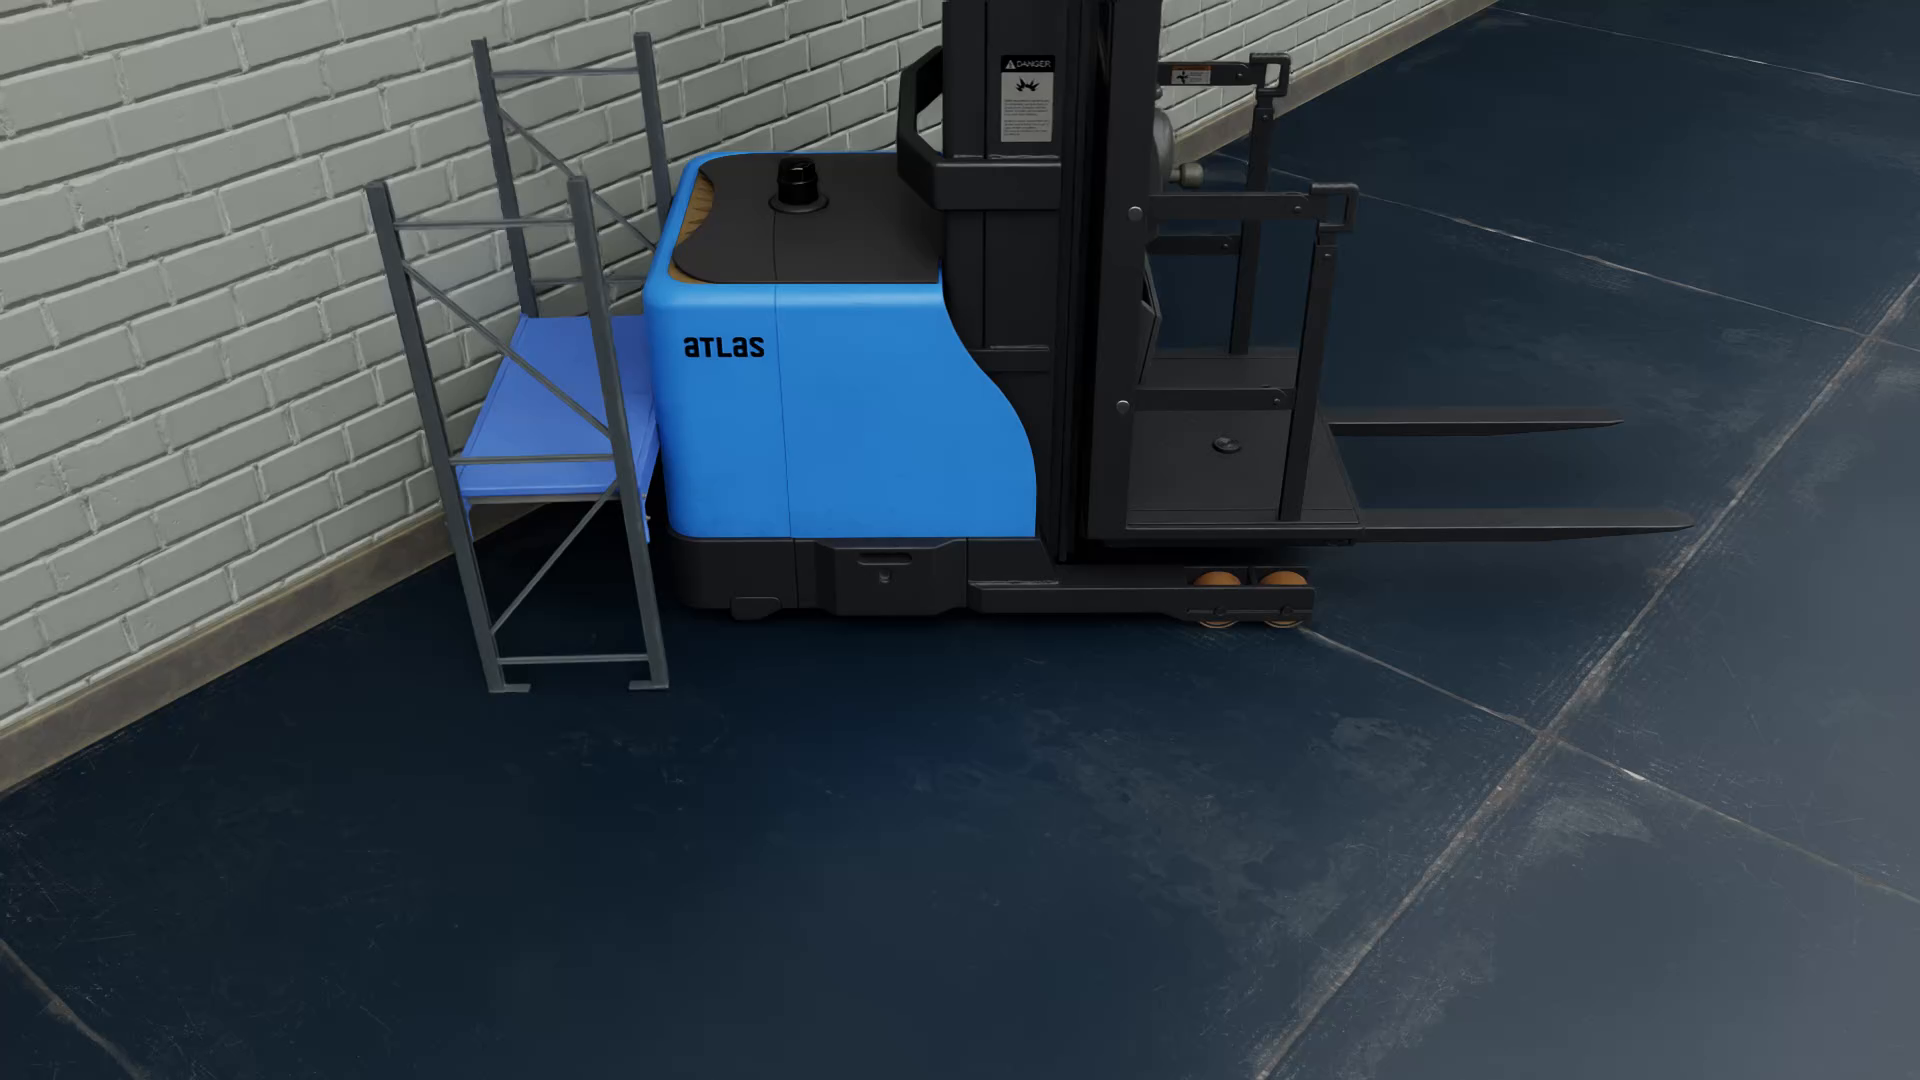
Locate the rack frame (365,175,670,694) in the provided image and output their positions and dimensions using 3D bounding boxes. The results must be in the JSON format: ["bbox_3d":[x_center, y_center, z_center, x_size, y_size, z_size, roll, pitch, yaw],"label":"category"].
[{"bbox_3d":[-1.080,-0.201,4.209,0.500,1.500,0.032,-2,35,0],"label":"rack frame"}]

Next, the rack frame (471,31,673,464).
[{"bbox_3d":[-1.092,-0.785,5.042,0.500,1.500,0.032,-2,35,0],"label":"rack frame"}]

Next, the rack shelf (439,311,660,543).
[{"bbox_3d":[-1.081,-0.346,4.728,0.538,0.185,1.000,-2,35,0],"label":"rack shelf"}]

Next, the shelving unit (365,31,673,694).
[{"bbox_3d":[-1.086,-0.493,4.625,0.538,1.500,1.048,-2,35,0],"label":"shelving unit"}]

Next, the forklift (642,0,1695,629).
[{"bbox_3d":[0.662,-1.251,4.483,3.031,2.935,1.130,0,34,0],"label":"forklift"}]
